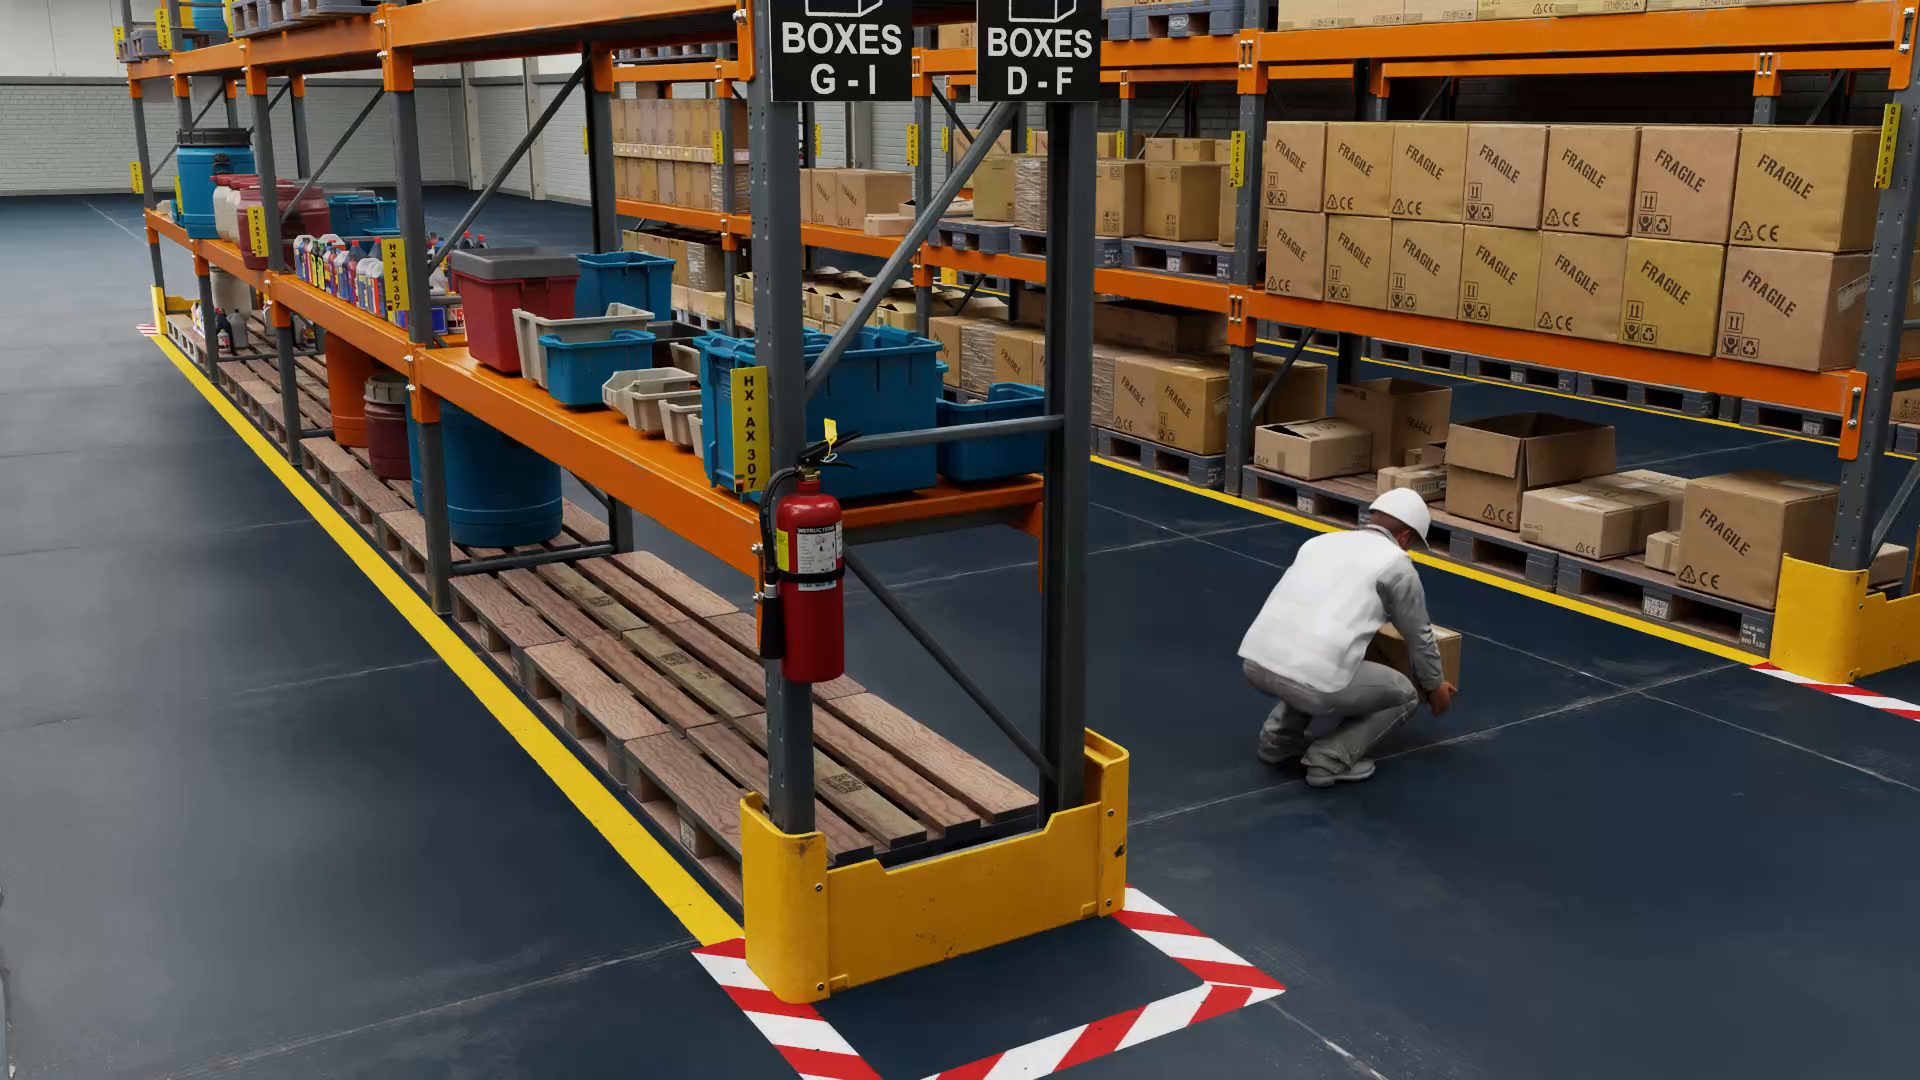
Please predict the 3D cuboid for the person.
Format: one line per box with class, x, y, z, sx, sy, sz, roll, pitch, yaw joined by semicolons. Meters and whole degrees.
person;1.447;0.345;6.189;0.881;1.011;0.525;-9;17;-31
